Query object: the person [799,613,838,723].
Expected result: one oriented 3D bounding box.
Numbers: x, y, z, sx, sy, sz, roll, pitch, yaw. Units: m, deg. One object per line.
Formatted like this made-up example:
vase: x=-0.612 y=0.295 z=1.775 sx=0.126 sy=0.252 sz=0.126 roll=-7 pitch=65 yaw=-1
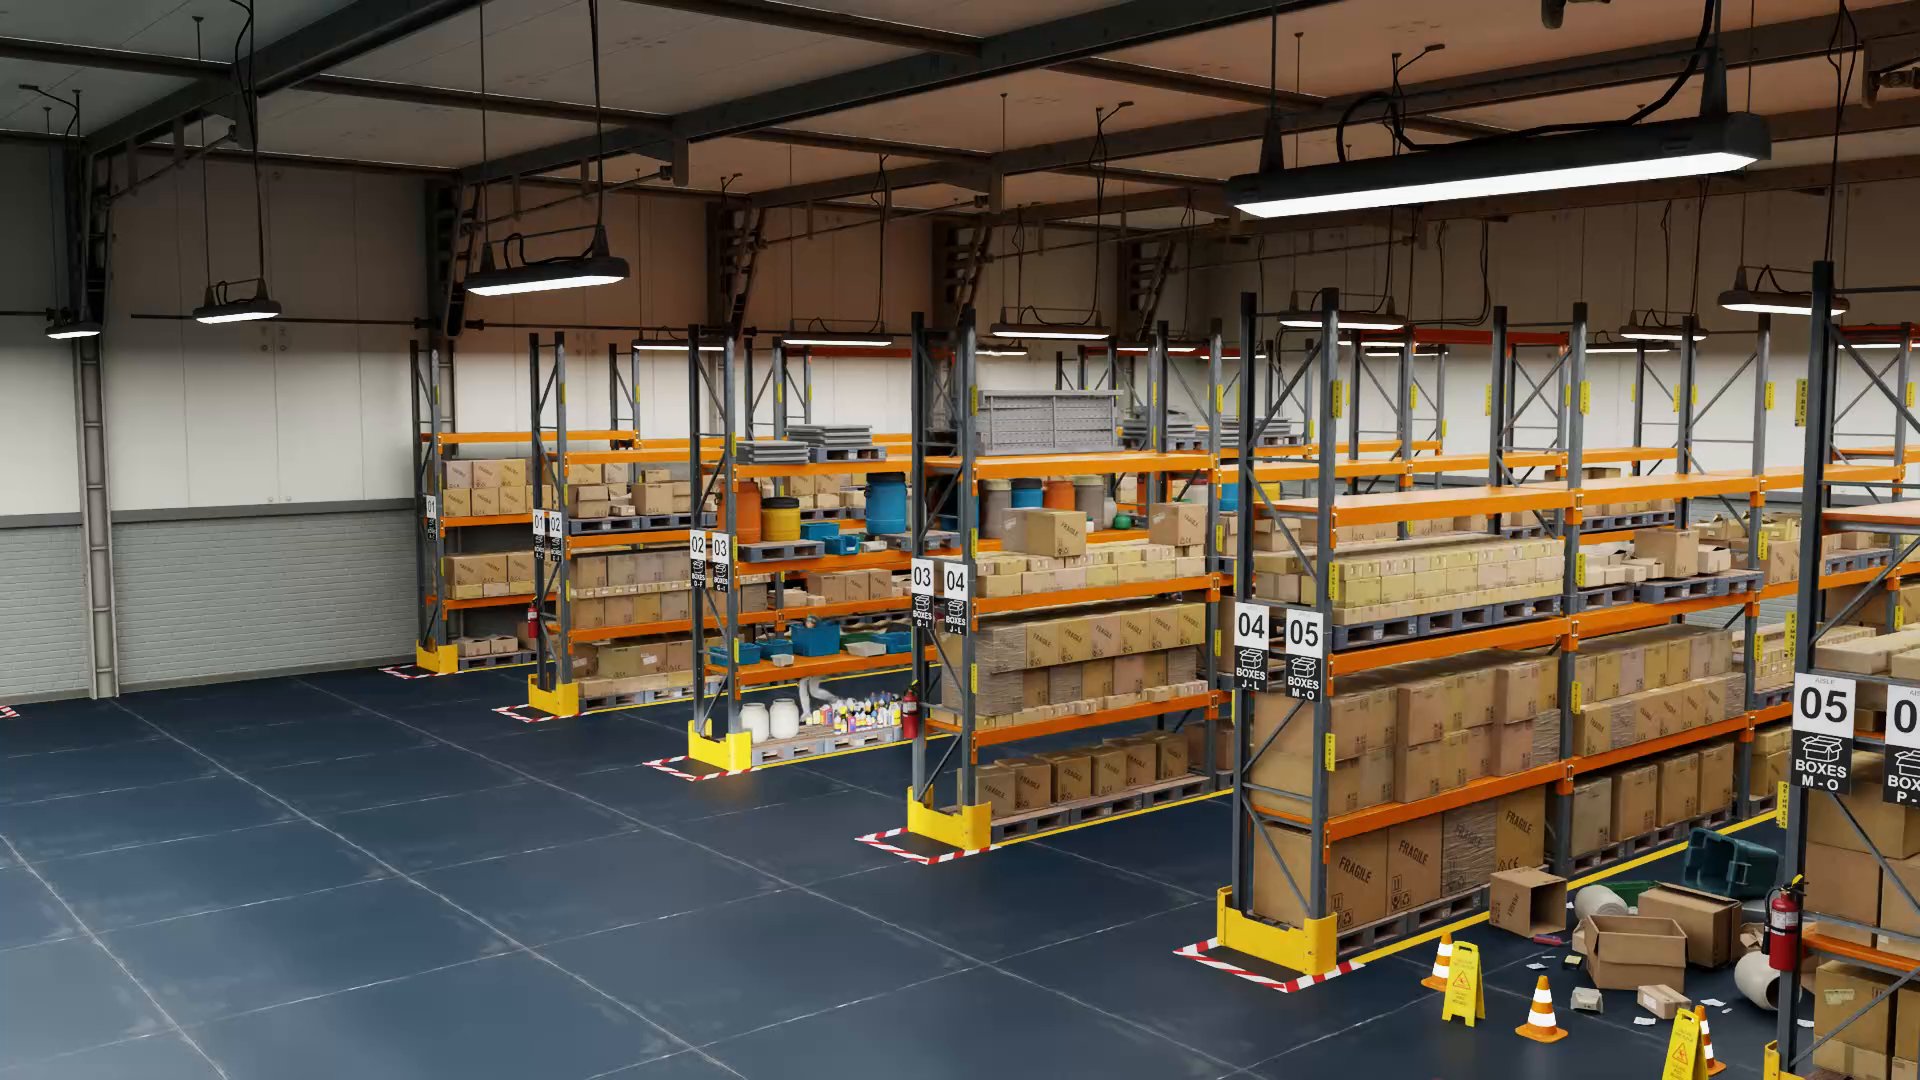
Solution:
person: x=-2.221 y=1.963 z=25.683 sx=0.765 sy=1.697 sz=0.611 roll=-3 pitch=6 yaw=-32
